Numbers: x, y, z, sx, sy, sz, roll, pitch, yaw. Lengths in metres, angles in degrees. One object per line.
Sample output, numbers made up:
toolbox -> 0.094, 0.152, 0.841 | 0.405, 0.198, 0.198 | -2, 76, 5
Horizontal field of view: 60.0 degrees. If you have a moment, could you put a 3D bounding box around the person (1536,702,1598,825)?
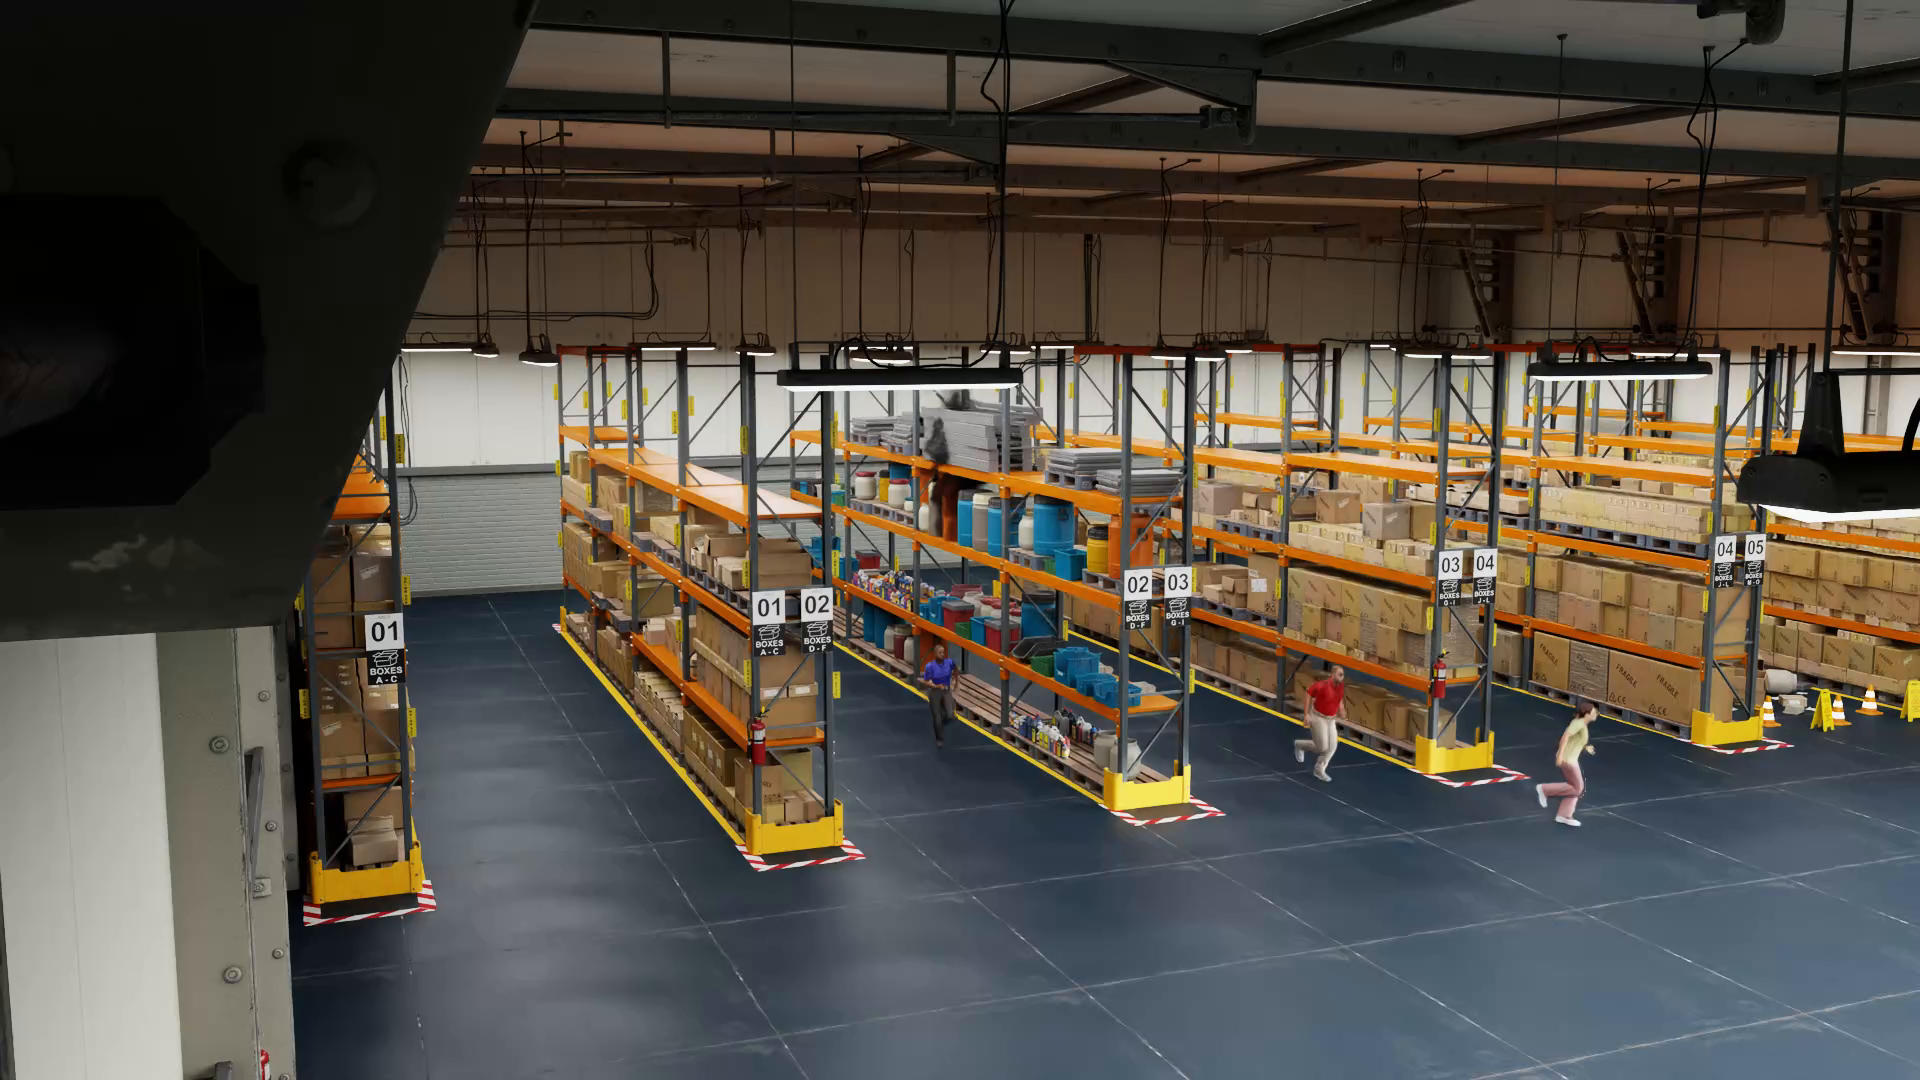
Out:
person -> 7.787, 2.856, 21.358 | 0.700, 1.602, 0.573 | 2, 8, 16

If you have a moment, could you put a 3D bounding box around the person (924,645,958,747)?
person -> -0.251, 2.365, 25.037 | 0.616, 1.603, 0.665 | -2, 8, -19

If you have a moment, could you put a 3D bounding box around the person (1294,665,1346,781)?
person -> 5.092, 2.556, 23.522 | 0.646, 1.669, 0.790 | -6, 10, -41
